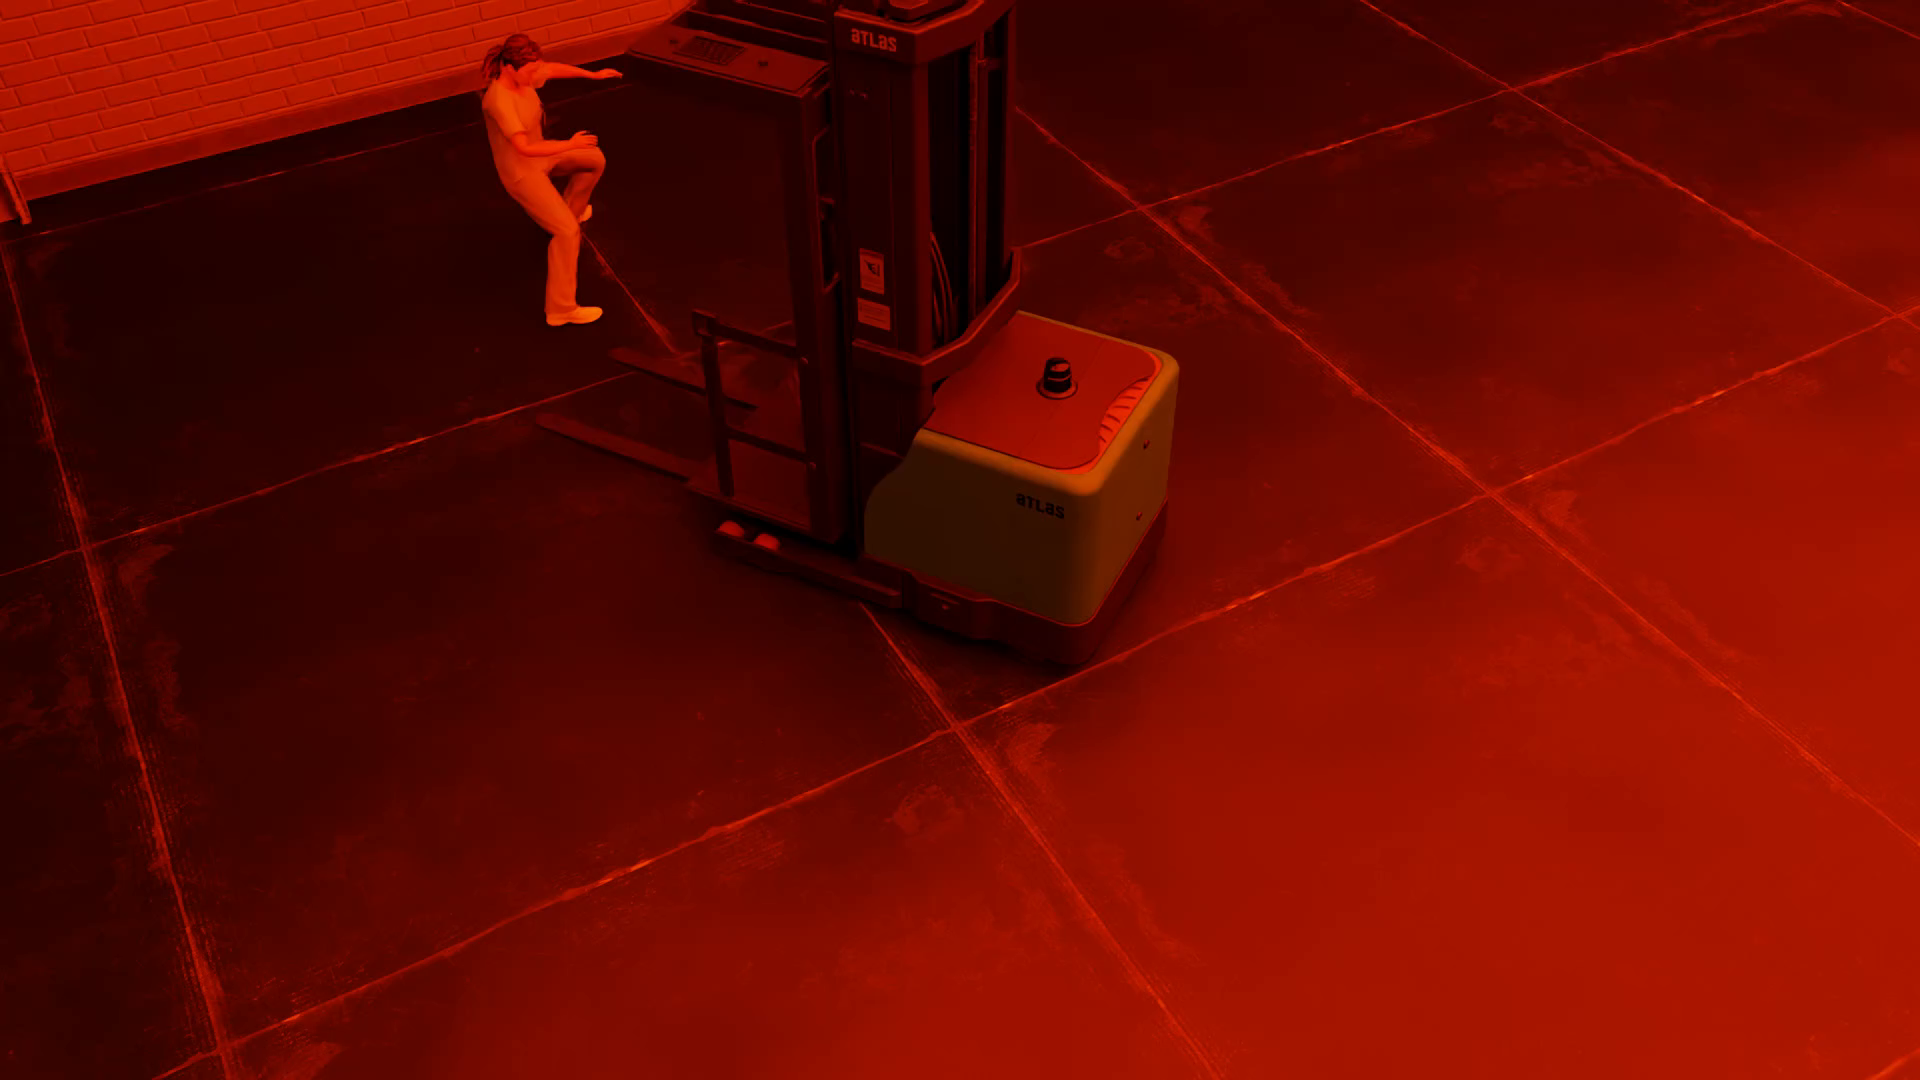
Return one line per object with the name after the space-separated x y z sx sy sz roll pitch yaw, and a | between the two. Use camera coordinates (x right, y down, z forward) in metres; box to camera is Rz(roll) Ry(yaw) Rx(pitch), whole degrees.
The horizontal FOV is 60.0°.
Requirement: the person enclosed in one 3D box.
-2.188 -2.081 9.029 0.629 1.450 1.131 6 43 7 | person

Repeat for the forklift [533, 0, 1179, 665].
-0.596 -1.238 7.033 3.031 2.935 1.130 19 46 19 | forklift
